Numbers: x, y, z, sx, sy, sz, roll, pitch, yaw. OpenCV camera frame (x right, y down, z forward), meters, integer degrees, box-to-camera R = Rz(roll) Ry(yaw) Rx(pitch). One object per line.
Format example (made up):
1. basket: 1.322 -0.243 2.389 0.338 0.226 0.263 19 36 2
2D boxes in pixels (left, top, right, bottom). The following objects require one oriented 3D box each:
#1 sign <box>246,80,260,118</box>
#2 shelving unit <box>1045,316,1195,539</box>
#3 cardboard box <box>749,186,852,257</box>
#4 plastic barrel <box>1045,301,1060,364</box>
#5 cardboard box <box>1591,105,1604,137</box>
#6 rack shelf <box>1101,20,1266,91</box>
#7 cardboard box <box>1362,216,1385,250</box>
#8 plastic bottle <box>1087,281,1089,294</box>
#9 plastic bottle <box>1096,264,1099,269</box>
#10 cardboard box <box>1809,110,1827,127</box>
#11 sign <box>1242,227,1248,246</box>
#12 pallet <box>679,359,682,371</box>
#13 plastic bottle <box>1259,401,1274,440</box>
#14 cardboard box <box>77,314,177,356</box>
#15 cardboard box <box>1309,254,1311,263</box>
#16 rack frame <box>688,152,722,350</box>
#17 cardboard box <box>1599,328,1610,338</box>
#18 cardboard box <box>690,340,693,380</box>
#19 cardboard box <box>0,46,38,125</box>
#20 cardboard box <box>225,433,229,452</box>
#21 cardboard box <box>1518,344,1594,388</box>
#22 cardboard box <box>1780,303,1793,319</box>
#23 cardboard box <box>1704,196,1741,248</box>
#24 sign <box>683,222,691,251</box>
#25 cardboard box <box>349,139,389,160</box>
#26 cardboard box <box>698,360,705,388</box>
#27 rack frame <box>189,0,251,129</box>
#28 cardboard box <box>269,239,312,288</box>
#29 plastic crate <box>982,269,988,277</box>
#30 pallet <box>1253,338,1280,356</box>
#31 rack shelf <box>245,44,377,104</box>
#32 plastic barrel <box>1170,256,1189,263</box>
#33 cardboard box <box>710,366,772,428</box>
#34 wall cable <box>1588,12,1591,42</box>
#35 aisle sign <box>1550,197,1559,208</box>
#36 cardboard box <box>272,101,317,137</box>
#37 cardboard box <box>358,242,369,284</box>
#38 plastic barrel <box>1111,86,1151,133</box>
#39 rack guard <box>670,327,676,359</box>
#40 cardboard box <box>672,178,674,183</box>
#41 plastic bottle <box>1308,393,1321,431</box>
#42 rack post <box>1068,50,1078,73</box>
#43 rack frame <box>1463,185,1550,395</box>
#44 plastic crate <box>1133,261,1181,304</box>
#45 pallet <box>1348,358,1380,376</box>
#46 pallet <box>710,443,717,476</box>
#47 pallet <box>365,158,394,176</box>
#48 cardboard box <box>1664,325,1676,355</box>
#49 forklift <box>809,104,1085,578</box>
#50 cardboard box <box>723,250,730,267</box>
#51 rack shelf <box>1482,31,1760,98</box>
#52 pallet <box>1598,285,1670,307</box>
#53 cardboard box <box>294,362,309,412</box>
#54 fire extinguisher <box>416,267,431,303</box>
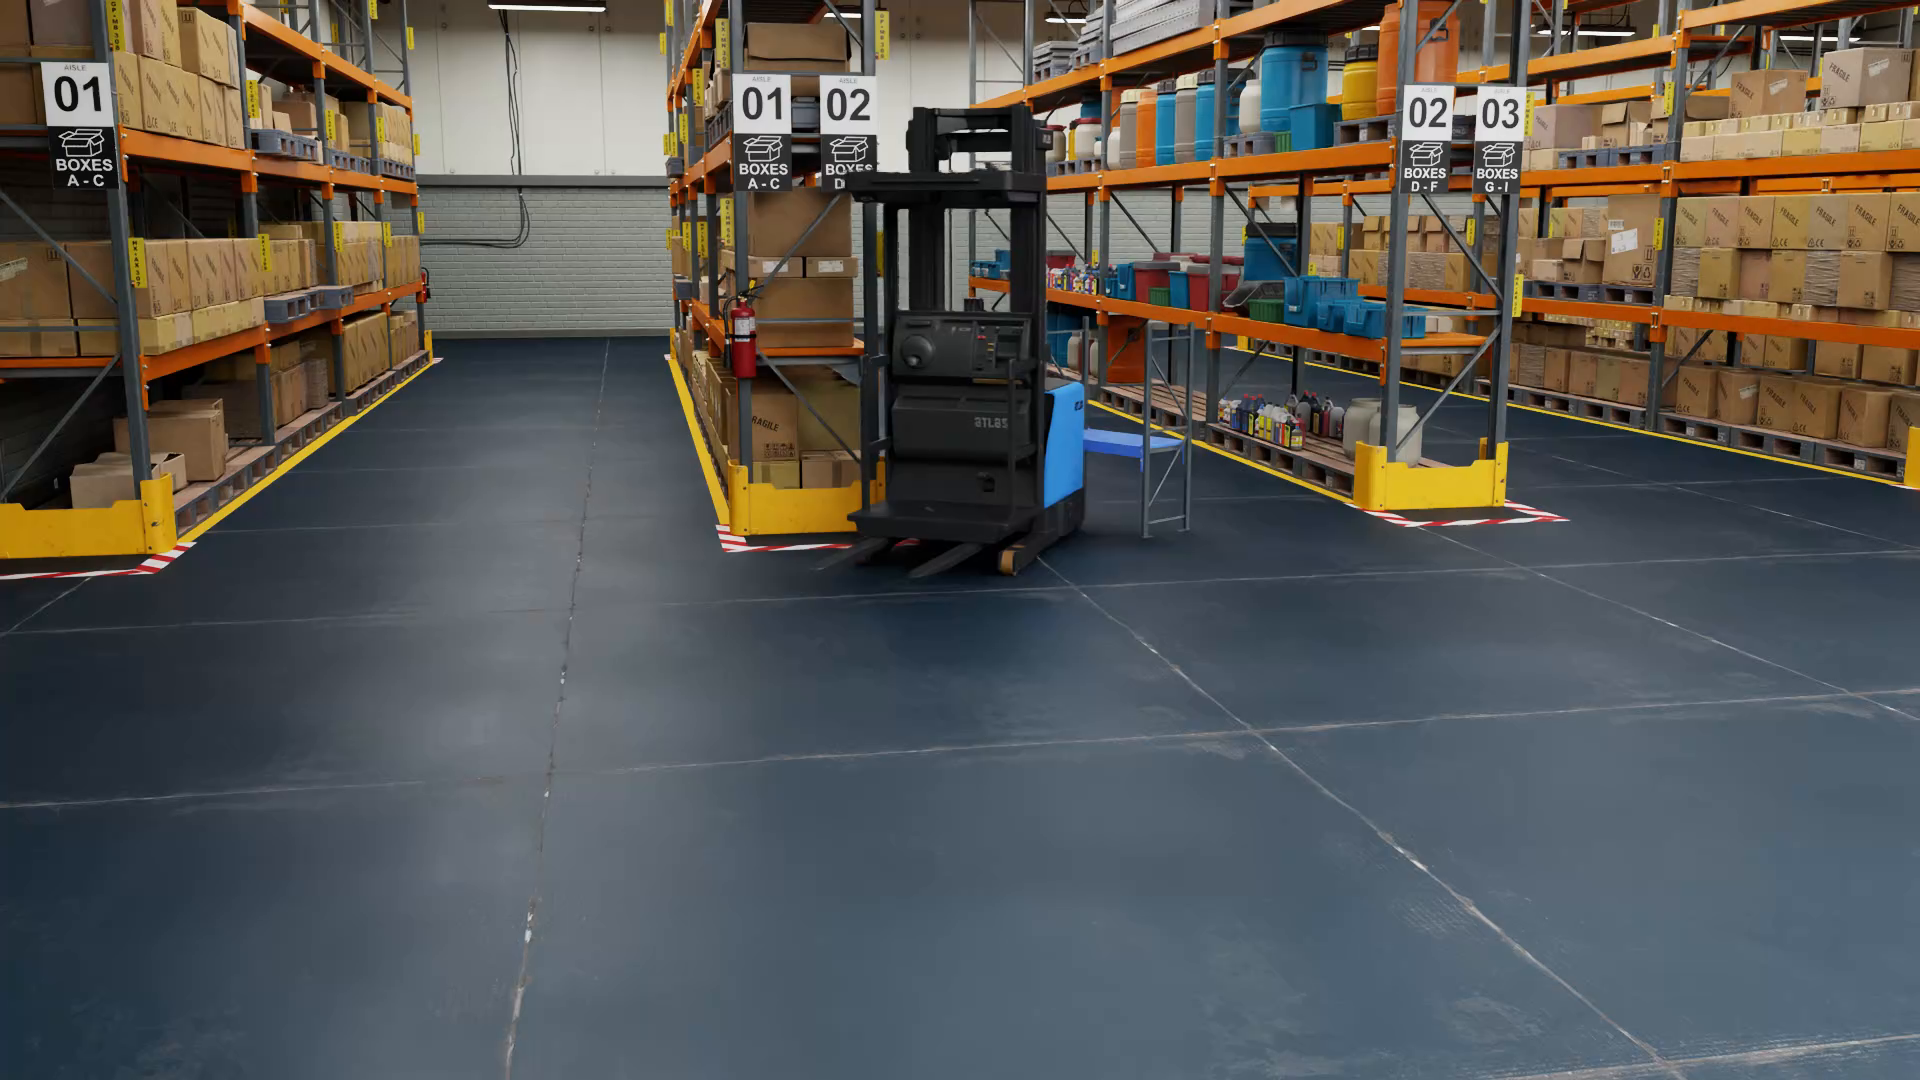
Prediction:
1. sign: -6.195 -3.861 14.557 0.100 0.325 0.005 -2 11 -11
2. shelving unit: 1.127 -0.849 12.149 0.538 1.500 1.048 -10 15 -42
3. cardboard box: -1.178 -2.342 12.243 0.700 0.500 0.500 -2 11 -11
4. plastic barrel: 1.525 -3.015 24.006 0.600 0.901 0.708 -2 11 -11
5. cardboard box: 7.602 -4.892 19.748 0.500 0.500 0.500 -2 11 -10
6. rack shelf: 2.603 -5.237 18.138 1.077 0.370 4.000 -2 11 -11
7. cardboard box: 6.426 -4.546 24.606 0.797 0.503 0.637 -2 11 -12
8. plastic bottle: 1.667 -3.232 21.186 0.097 0.201 0.097 0 11 0
9. plastic bottle: 1.971 -3.726 23.380 0.144 0.351 0.185 -2 11 -11
10. cardboard box: 8.014 -3.846 15.192 0.380 0.149 0.250 -3 11 -14
11. sign: 4.971 -5.299 28.988 0.100 0.325 0.005 -2 11 -11
12. pallet: -3.797 -2.741 25.534 1.003 0.211 1.213 -2 11 -11
13. plastic bottle: 2.861 -1.112 15.425 0.144 0.351 0.185 -2 11 -11
14. cardboard box: -5.732 -1.416 11.463 0.500 0.250 0.500 -2 11 -13
15. cardboard box: 5.748 -4.453 26.674 0.500 0.250 0.500 -2 11 -10
16. rack frame: -2.646 -3.027 19.579 1.000 3.000 0.127 -2 11 -11
17. cardboard box: 10.672 -3.378 27.128 0.380 0.149 0.250 -3 11 -13
18. cardboard box: -3.158 -2.273 21.127 0.500 0.500 0.500 -3 11 -13
19. cardboard box: -6.278 -2.979 10.982 0.500 0.500 0.500 -1 11 -7
20. cardboard box: -6.593 -0.840 14.489 0.380 0.166 0.250 -4 11 -18
21. cardboard box: 7.342 -2.152 20.487 0.700 0.500 0.500 -3 11 -16
22. cardboard box: 7.995 -2.161 15.698 0.380 0.149 0.250 -2 11 -11
23. cardboard box: 7.787 -3.156 16.519 0.500 0.500 0.500 -2 11 -11
24. sign: -3.176 -3.536 19.365 0.100 0.325 0.005 -2 11 -11
25. cardboard box: -8.158 -5.372 22.885 0.500 0.250 0.500 -2 11 -11
26. cardboard box: -2.524 -1.768 17.692 0.500 0.311 0.500 -2 11 -12
27. rack frame: -6.726 -5.060 14.214 1.000 3.000 0.127 -2 11 -11
28. cardboard box: -7.268 -2.924 17.594 0.700 0.500 0.500 -3 11 -16
29. plastic crate: 0.496 -4.330 26.970 0.250 0.136 0.298 -2 11 -11
30. pallet: 5.748 -3.340 28.682 1.003 0.211 1.213 -2 11 -11
31. rack shelf: -7.893 -5.610 20.100 1.077 0.370 4.000 -2 11 -11
32. plastic barrel: 2.623 -3.081 19.561 0.421 0.512 0.421 0 11 0
33. cardboard box: -1.890 -1.238 14.402 0.500 0.500 0.500 -2 11 -11
34. wall cable: 12.336 -12.085 35.078 2.355 3.000 0.029 -2 11 -11
35. aisle sign: 10.681 -6.317 29.912 0.394 0.787 0.004 -2 11 -11
36. cardboard box: -7.653 -4.670 18.746 0.700 0.500 0.500 -3 11 -15
37. cardboard box: -7.645 -3.433 20.592 0.500 0.500 0.500 -2 11 -9
38. plastic barrel: 2.106 -5.202 20.710 0.600 0.830 0.708 -2 11 -11
39. rack guard: -4.187 -3.253 27.448 1.175 0.500 0.348 -2 11 -11
40. cardboard box: -4.168 -5.607 25.512 0.500 0.250 0.500 -2 11 -11
41. plastic bottle: 3.437 -1.245 16.124 0.144 0.351 0.185 -3 11 -14
42. rack post: 1.954 -6.275 21.936 0.937 0.300 0.954 -1 11 -5
43. rack frame: 7.072 -3.387 21.468 1.000 3.000 0.127 -2 11 -11
44. plastic crate: 2.228 -2.931 18.900 0.402 0.464 0.583 -2 11 -11
45. pallet: 6.518 -2.612 24.854 1.003 0.211 1.213 -2 11 -11
46. pallet: -1.754 -0.776 15.211 1.003 0.211 1.213 -2 11 -11
47. pallet: -8.431 -5.160 23.002 1.003 0.211 1.213 -2 11 -11
48. cardboard box: 11.063 -3.115 25.605 0.500 0.500 0.500 -2 11 -9
49. forklift: -0.059 -1.298 10.677 1.130 2.935 3.031 4 11 19
50. cardboard box: -1.956 -2.559 15.117 0.380 0.149 0.250 -2 11 -10
51. rack shelf: 7.461 -5.417 19.085 1.077 0.370 4.000 -2 11 -11
52. pallet: 7.844 -2.704 18.396 1.003 0.211 1.213 -2 11 -11
53. cardboard box: -7.327 -1.606 17.619 0.700 0.500 0.500 -2 11 -11
54. fire extinguisher: -8.637 -4.137 26.613 0.296 0.674 0.183 -2 11 -11
